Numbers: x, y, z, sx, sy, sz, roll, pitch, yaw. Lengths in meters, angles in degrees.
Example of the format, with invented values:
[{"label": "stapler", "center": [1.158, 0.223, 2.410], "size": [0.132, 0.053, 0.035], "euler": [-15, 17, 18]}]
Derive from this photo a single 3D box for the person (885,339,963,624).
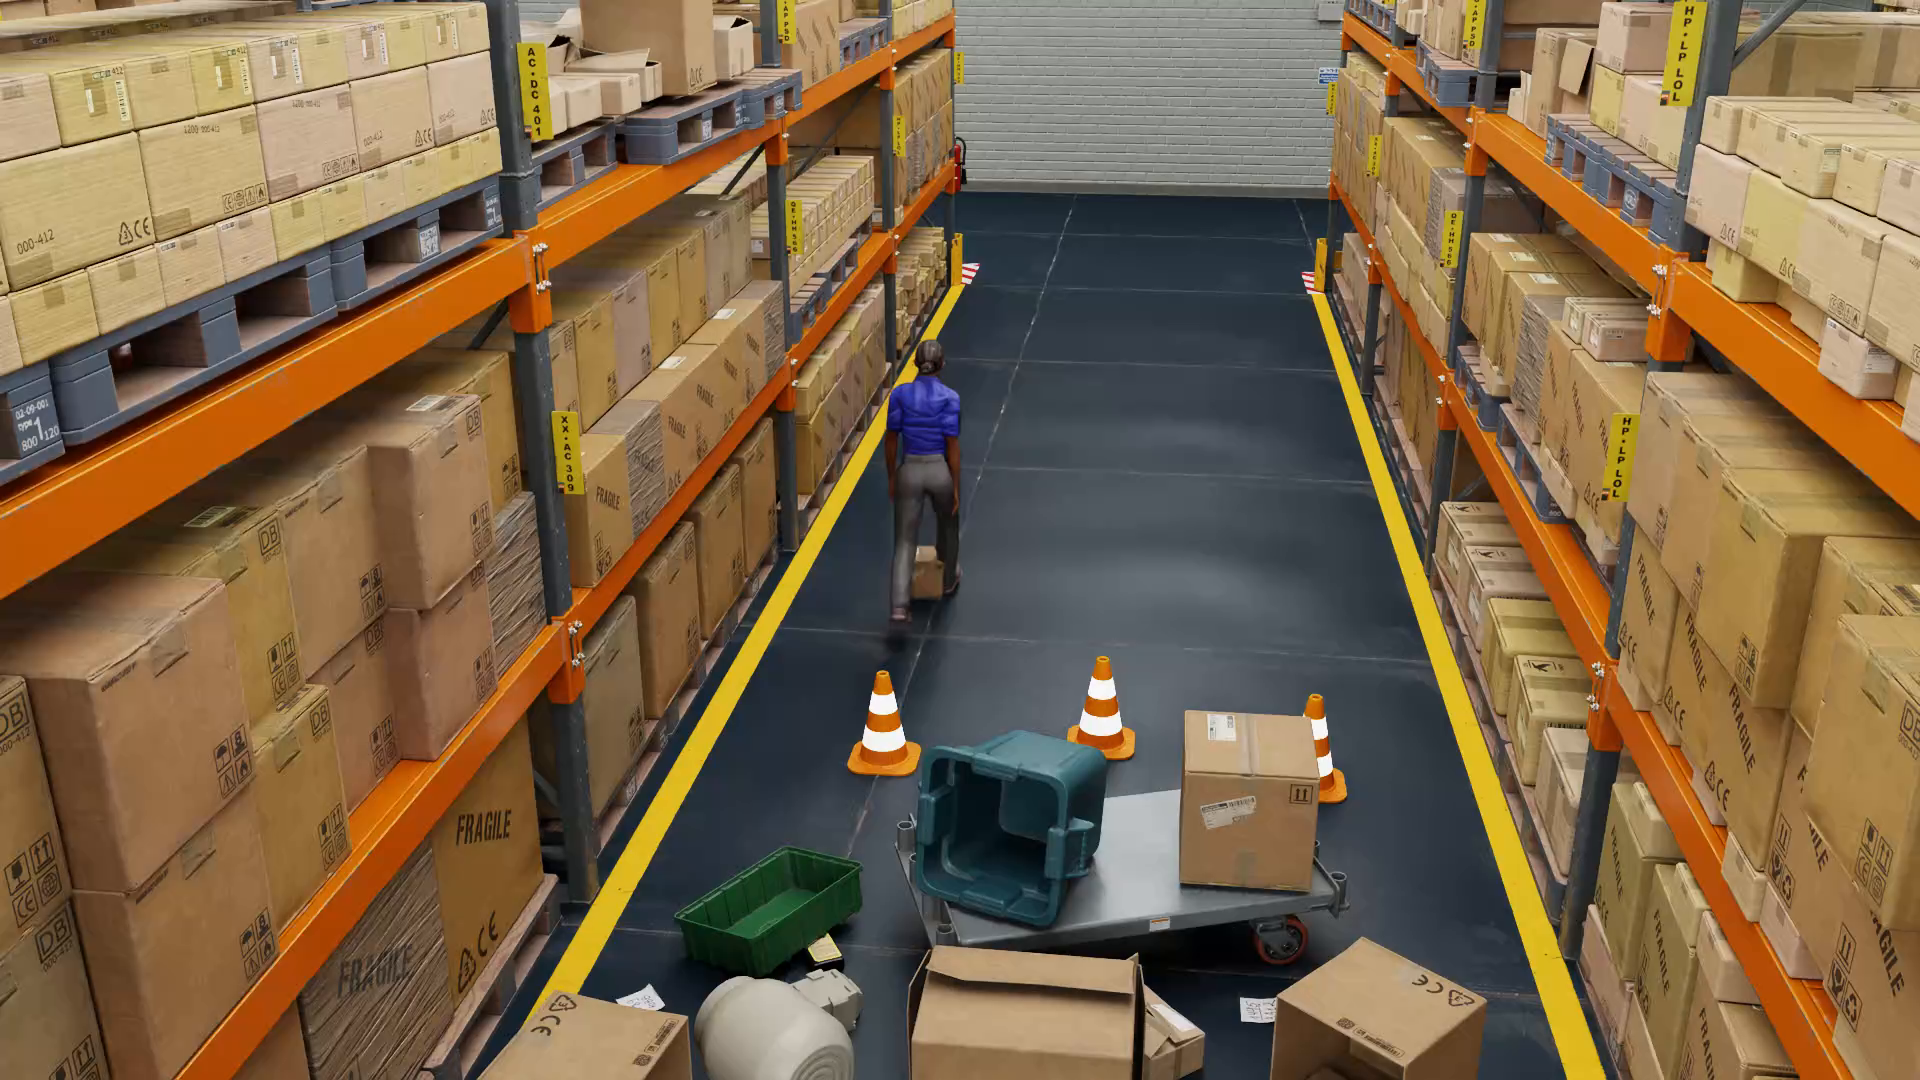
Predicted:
[{"label": "person", "center": [-0.218, -0.334, 9.496], "size": [0.448, 1.599, 1.056], "euler": [3, 21, 7]}]
